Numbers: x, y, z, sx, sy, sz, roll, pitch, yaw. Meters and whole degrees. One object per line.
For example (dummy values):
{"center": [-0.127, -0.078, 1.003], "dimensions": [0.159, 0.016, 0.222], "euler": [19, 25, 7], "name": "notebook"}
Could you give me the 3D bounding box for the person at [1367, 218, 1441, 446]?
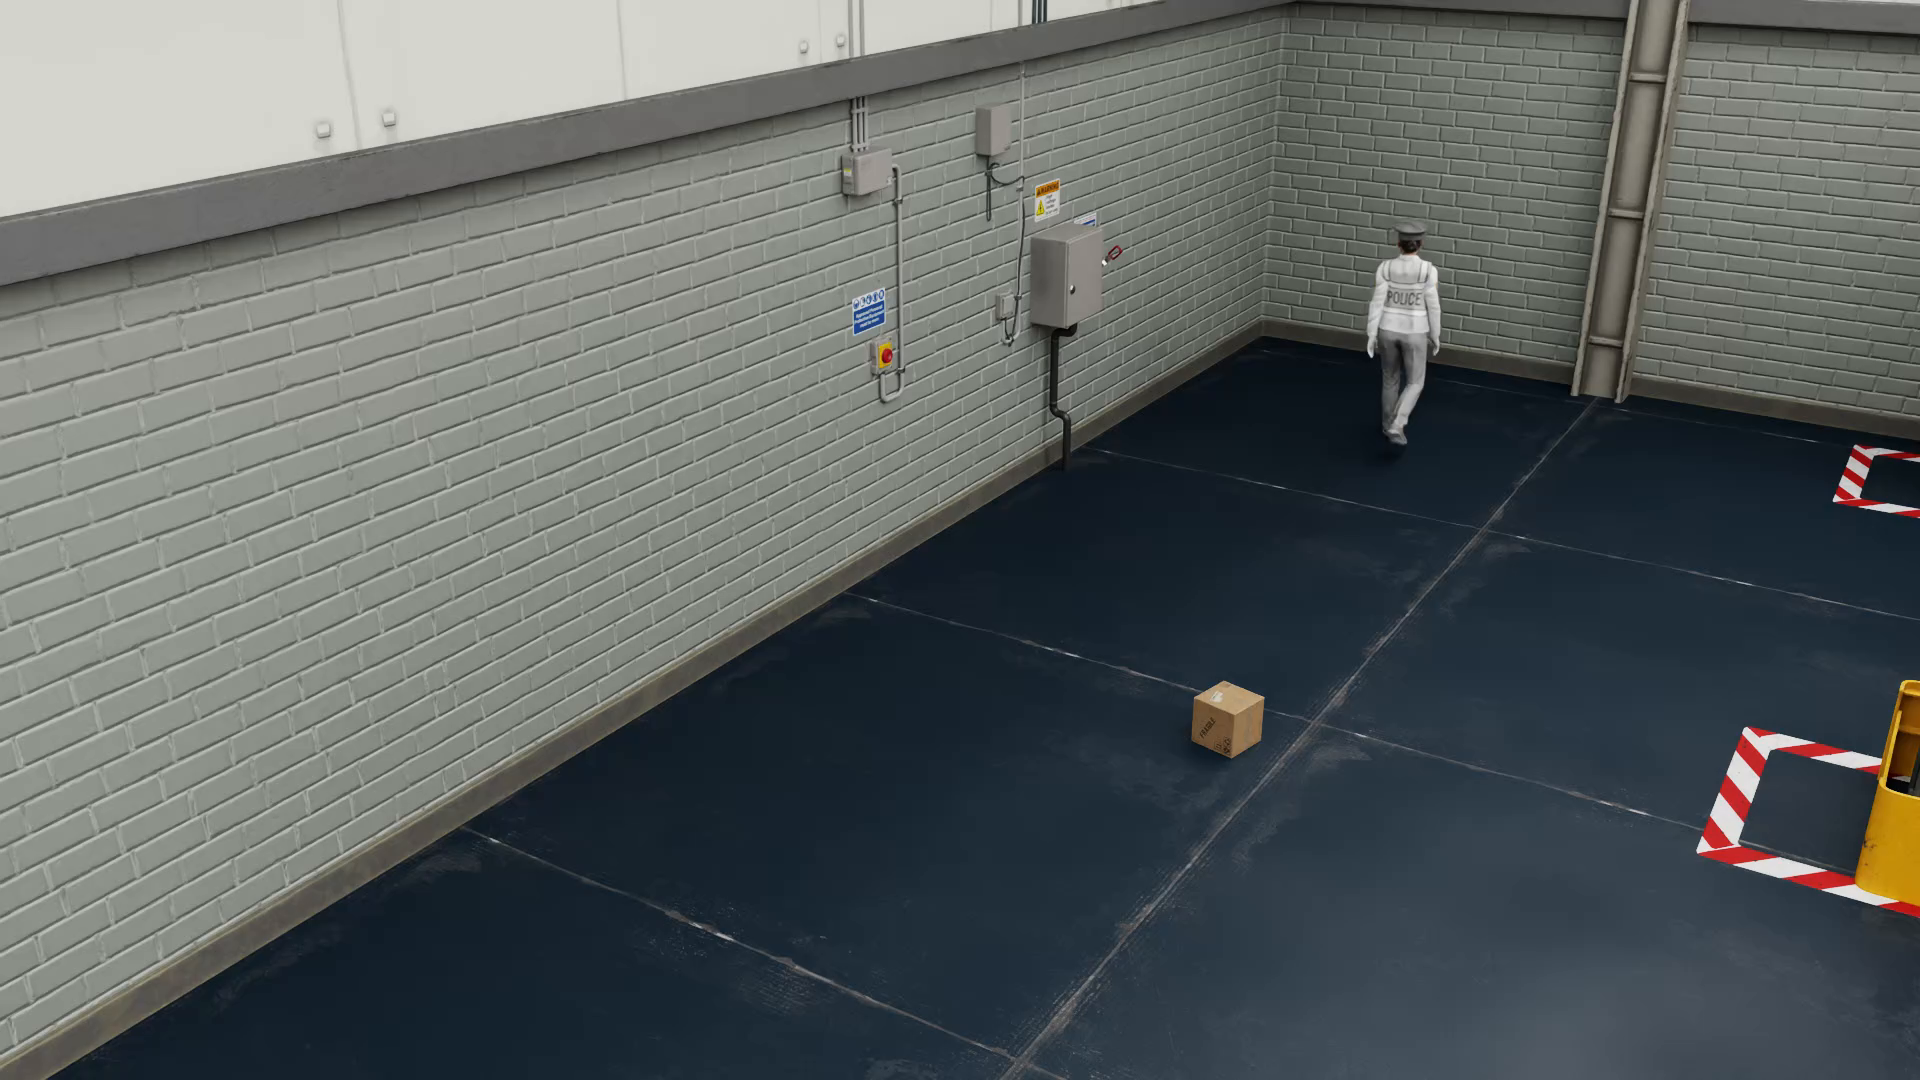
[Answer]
{"center": [3.198, -1.478, 12.008], "dimensions": [0.499, 1.637, 0.834], "euler": [12, 26, 25], "name": "person"}
